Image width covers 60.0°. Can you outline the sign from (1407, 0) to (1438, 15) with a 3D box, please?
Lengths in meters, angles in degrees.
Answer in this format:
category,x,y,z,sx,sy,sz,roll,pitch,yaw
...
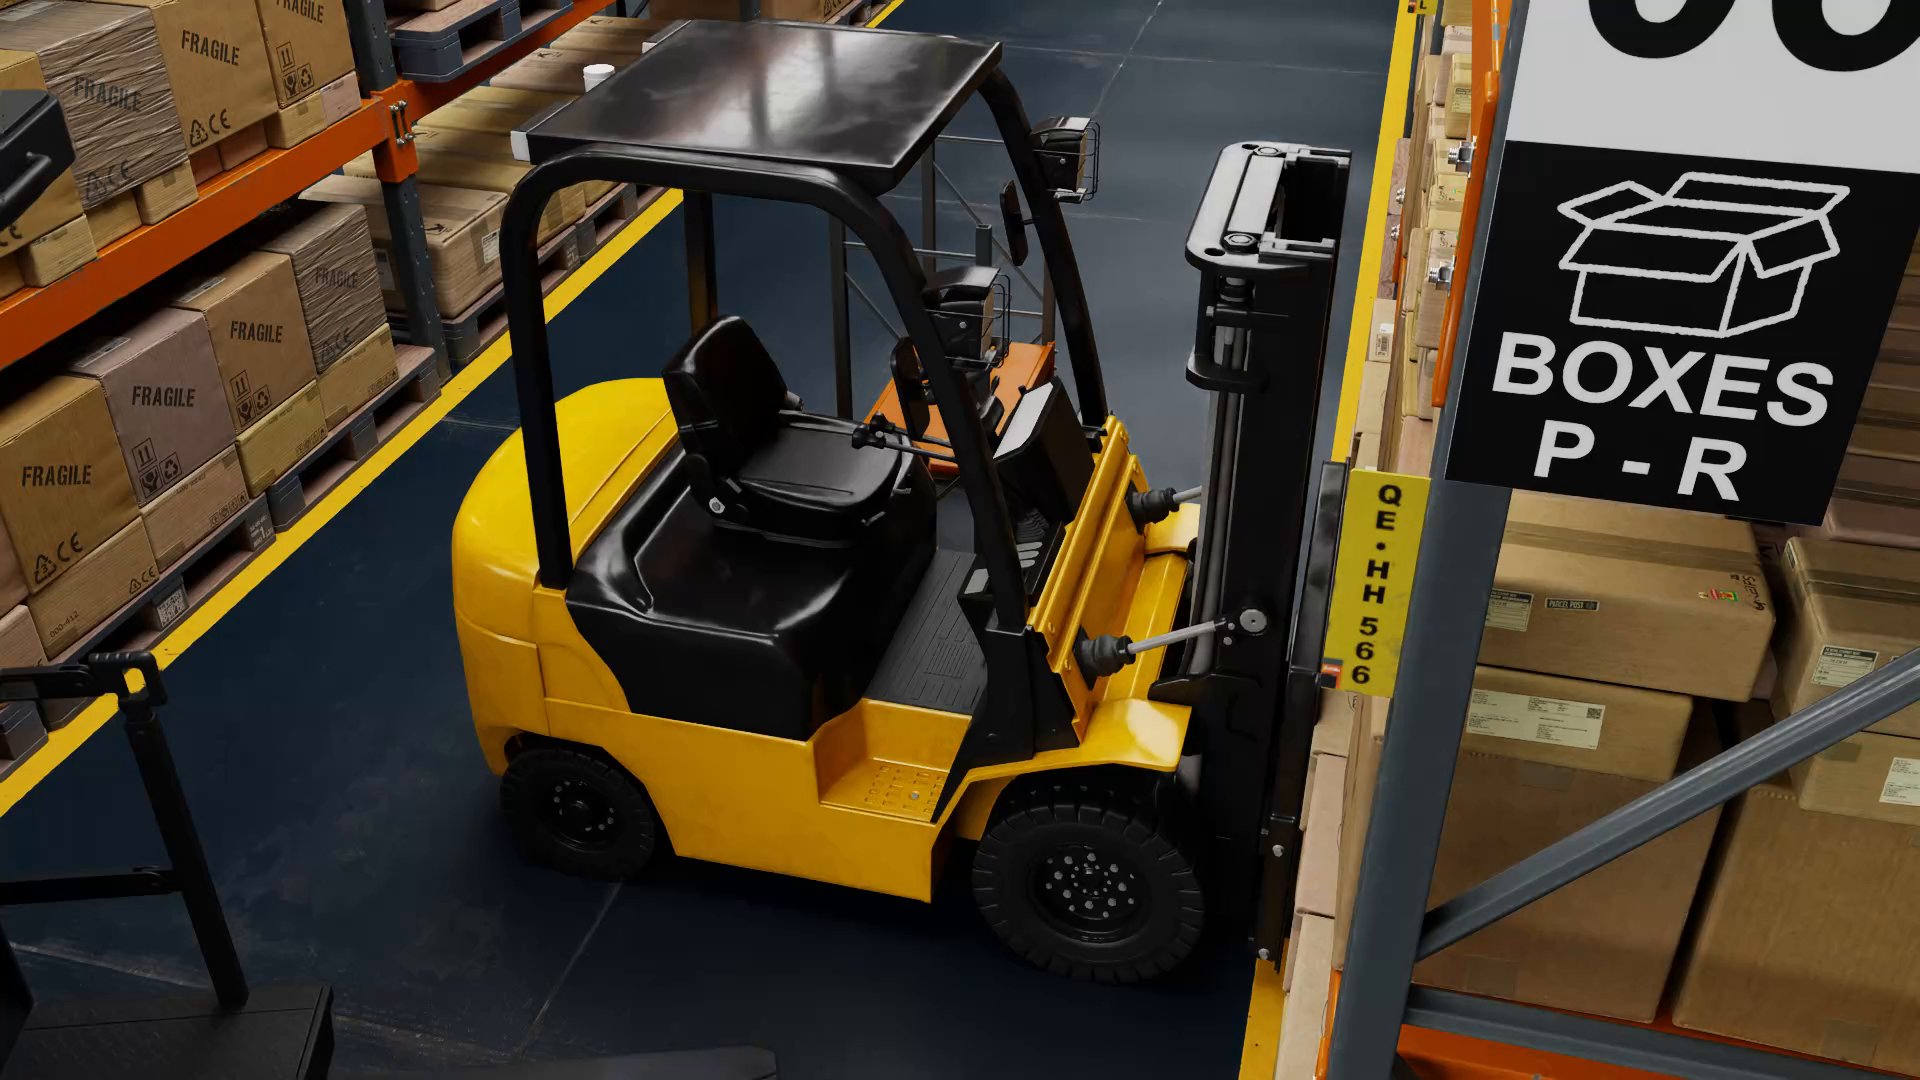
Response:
category,x,y,z,sx,sy,sz,roll,pitch,yaw
sign,1.524,-1.871,5.391,0.100,0.325,0.005,8,33,12

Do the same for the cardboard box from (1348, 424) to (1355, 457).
category,x,y,z,sx,sy,sz,roll,pitch,yaw
cardboard box,1.608,-0.158,5.874,0.500,0.250,0.500,8,33,13

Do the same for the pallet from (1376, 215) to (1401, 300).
category,x,y,z,sx,sy,sz,roll,pitch,yaw
pallet,2.508,-1.193,7.929,1.003,0.211,1.213,8,33,12

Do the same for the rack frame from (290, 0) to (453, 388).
category,x,y,z,sx,sy,sz,roll,pitch,yaw
rack frame,-2.751,-2.021,6.632,1.000,3.000,0.127,8,33,12

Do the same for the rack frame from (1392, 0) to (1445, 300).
category,x,y,z,sx,sy,sz,roll,pitch,yaw
rack frame,2.051,-1.347,5.572,1.000,3.000,0.127,8,33,12

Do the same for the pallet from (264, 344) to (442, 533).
category,x,y,z,sx,sy,sz,roll,pitch,yaw
pallet,-2.887,-0.490,6.825,1.003,0.211,1.213,8,33,12

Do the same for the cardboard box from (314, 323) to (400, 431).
category,x,y,z,sx,sy,sz,roll,pitch,yaw
cardboard box,-2.641,-0.694,6.717,0.500,0.250,0.500,10,34,15

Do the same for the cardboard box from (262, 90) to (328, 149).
category,x,y,z,sx,sy,sz,roll,pitch,yaw
cardboard box,-2.594,-1.576,6.167,0.380,0.149,0.250,9,33,13

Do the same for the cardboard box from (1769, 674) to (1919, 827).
category,x,y,z,sx,sy,sz,roll,pitch,yaw
cardboard box,1.373,0.272,2.328,0.380,0.149,0.250,7,33,11

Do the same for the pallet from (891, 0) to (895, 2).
category,x,y,z,sx,sy,sz,roll,pitch,yaw
pallet,-0.844,-4.585,13.265,1.003,0.211,1.213,8,33,12

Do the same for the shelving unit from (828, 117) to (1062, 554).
category,x,y,z,sx,sy,sz,roll,pitch,yaw
shelving unit,-0.019,-0.593,5.785,0.587,1.500,1.083,8,33,12

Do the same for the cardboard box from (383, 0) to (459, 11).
category,x,y,z,sx,sy,sz,roll,pitch,yaw
cardboard box,-2.305,-2.336,6.971,0.380,0.149,0.250,8,33,13

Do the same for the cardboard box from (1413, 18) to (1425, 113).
category,x,y,z,sx,sy,sz,roll,pitch,yaw
cardboard box,2.048,-1.842,6.492,0.500,0.250,0.500,8,33,12

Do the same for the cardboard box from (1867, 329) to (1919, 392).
category,x,y,z,sx,sy,sz,roll,pitch,yaw
cardboard box,1.558,-0.254,2.879,0.380,0.149,0.250,8,33,13

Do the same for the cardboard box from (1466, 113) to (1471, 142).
category,x,y,z,sx,sy,sz,roll,pitch,yaw
cardboard box,1.433,-0.984,4.027,0.380,0.149,0.250,8,33,12

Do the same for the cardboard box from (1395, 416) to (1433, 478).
category,x,y,z,sx,sy,sz,roll,pitch,yaw
cardboard box,1.048,0.128,3.160,0.500,0.500,0.500,9,34,14

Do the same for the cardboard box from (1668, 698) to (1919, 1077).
category,x,y,z,sx,sy,sz,roll,pitch,yaw
cardboard box,1.430,0.468,2.625,0.500,0.500,0.500,9,34,14

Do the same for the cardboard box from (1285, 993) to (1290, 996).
category,x,y,z,sx,sy,sz,roll,pitch,yaw
cardboard box,0.985,1.169,3.787,0.500,0.250,0.500,8,33,12

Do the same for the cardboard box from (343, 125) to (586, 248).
category,x,y,z,sx,sy,sz,roll,pitch,yaw
cardboard box,-2.441,-1.735,8.241,0.950,0.372,0.625,10,34,15

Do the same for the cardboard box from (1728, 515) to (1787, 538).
category,x,y,z,sx,sy,sz,roll,pitch,yaw
cardboard box,1.445,0.005,2.749,0.380,0.149,0.250,7,33,12

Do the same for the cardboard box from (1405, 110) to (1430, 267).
category,x,y,z,sx,sy,sz,roll,pitch,yaw
cardboard box,1.570,-0.922,4.811,0.500,0.500,0.500,9,33,13

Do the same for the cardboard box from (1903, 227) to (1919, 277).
category,x,y,z,sx,sy,sz,roll,pitch,yaw
cardboard box,1.762,-0.517,3.292,0.380,0.149,0.250,7,33,11

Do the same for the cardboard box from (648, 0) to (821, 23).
category,x,y,z,sx,sy,sz,roll,pitch,yaw
cardboard box,-1.480,-3.724,10.901,0.875,0.875,0.875,8,33,12

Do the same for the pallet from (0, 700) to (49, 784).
category,x,y,z,sx,sy,sz,roll,pitch,yaw
pallet,-3.506,0.776,4.833,1.003,0.211,1.213,8,33,12

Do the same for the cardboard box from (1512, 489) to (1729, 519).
category,x,y,z,sx,sy,sz,roll,pitch,yaw
cardboard box,0.956,-0.059,2.572,0.380,0.149,0.250,8,33,12

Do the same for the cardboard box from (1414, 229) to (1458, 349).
category,x,y,z,sx,sy,sz,roll,pitch,yaw
cardboard box,1.090,-0.468,3.215,0.380,0.149,0.250,9,33,14

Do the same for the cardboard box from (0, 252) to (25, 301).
category,x,y,z,sx,sy,sz,roll,pitch,yaw
cardboard box,-3.037,-0.789,4.929,0.380,0.149,0.250,7,33,11

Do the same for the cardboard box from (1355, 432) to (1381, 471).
category,x,y,z,sx,sy,sz,roll,pitch,yaw
cardboard box,1.370,-0.054,4.778,0.500,0.250,0.500,9,34,14

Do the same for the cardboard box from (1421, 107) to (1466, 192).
category,x,y,z,sx,sy,sz,roll,pitch,yaw
cardboard box,1.410,-1.006,4.338,0.380,0.149,0.250,8,33,12

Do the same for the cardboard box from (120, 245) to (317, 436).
category,x,y,z,sx,sy,sz,roll,pitch,yaw
cardboard box,-2.769,-0.746,6.100,0.500,0.500,0.500,9,33,13

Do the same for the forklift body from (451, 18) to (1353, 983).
category,x,y,z,sx,sy,sz,roll,pitch,yaw
forklift body,-0.247,-0.145,4.474,2.313,2.155,1.214,8,33,12

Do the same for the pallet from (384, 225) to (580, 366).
category,x,y,z,sx,sy,sz,roll,pitch,yaw
pallet,-2.555,-1.248,8.016,1.003,0.211,1.213,8,33,12

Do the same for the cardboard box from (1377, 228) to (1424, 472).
category,x,y,z,sx,sy,sz,roll,pitch,yaw
cardboard box,1.294,-0.401,3.991,0.500,0.500,0.500,8,33,13

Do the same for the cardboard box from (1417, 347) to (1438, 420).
category,x,y,z,sx,sy,sz,roll,pitch,yaw
cardboard box,1.110,-0.340,3.291,0.380,0.149,0.250,7,33,11

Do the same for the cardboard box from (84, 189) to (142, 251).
category,x,y,z,sx,sy,sz,roll,pitch,yaw
cardboard box,-2.886,-1.050,5.340,0.380,0.149,0.250,7,33,12

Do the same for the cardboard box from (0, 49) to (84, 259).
category,x,y,z,sx,sy,sz,roll,pitch,yaw
cardboard box,-3.000,-1.119,4.844,0.500,0.500,0.500,7,33,11

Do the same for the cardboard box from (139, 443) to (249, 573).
category,x,y,z,sx,sy,sz,roll,pitch,yaw
cardboard box,-2.900,-0.153,5.866,0.500,0.250,0.500,9,33,13

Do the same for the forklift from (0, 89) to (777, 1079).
category,x,y,z,sx,sy,sz,roll,pitch,yaw
forklift,-1.908,0.422,2.854,3.031,2.935,1.130,-3,33,-5

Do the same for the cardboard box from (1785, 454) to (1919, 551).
category,x,y,z,sx,sy,sz,roll,pitch,yaw
cardboard box,1.456,0.013,2.459,0.380,0.149,0.250,9,34,14

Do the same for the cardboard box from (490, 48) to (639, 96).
category,x,y,z,sx,sy,sz,roll,pitch,yaw
cardboard box,-2.068,-2.489,9.427,0.950,0.372,0.625,7,33,11

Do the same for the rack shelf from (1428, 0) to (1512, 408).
category,x,y,z,sx,sy,sz,roll,pitch,yaw
rack shelf,1.544,-1.271,3.328,1.077,0.370,4.000,8,33,12

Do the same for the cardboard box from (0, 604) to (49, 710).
category,x,y,z,sx,sy,sz,roll,pitch,yaw
cardboard box,-3.157,0.393,5.007,0.500,0.250,0.500,9,34,14

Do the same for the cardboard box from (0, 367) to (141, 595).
category,x,y,z,sx,sy,sz,roll,pitch,yaw
cardboard box,-3.025,-0.203,5.245,0.500,0.500,0.500,9,33,13

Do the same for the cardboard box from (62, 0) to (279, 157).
category,x,y,z,sx,sy,sz,roll,pitch,yaw
cardboard box,-2.747,-1.656,5.688,0.500,0.500,0.500,9,34,14

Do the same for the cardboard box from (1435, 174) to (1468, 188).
category,x,y,z,sx,sy,sz,roll,pitch,yaw
cardboard box,1.304,-0.733,3.910,0.380,0.149,0.250,7,33,11

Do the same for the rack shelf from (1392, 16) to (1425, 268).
category,x,y,z,sx,sy,sz,roll,pitch,yaw
rack shelf,2.559,-2.081,7.398,1.077,0.370,4.000,8,33,12

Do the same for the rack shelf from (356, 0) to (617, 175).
category,x,y,z,sx,sy,sz,roll,pitch,yaw
rack shelf,-2.243,-2.755,8.458,1.077,0.370,4.000,8,33,12

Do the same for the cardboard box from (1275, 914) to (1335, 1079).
category,x,y,z,sx,sy,sz,roll,pitch,yaw
cardboard box,0.851,1.009,3.107,0.500,0.250,0.500,9,34,14

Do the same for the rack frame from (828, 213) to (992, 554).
category,x,y,z,sx,sy,sz,roll,pitch,yaw
rack frame,-0.151,-0.325,5.363,0.500,1.500,0.032,8,33,12

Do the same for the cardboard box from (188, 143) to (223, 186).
category,x,y,z,sx,sy,sz,roll,pitch,yaw
cardboard box,-2.813,-1.324,5.771,0.380,0.149,0.250,8,33,12

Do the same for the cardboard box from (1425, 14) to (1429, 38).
category,x,y,z,sx,sy,sz,roll,pitch,yaw
cardboard box,2.052,-2.052,6.356,0.500,0.250,0.500,7,33,11

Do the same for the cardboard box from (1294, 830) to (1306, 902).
category,x,y,z,sx,sy,sz,roll,pitch,yaw
cardboard box,1.106,0.676,4.096,0.500,0.250,0.500,7,33,11

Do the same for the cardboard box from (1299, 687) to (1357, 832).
category,x,y,z,sx,sy,sz,roll,pitch,yaw
cardboard box,1.094,0.480,3.939,0.500,0.250,0.500,8,33,13

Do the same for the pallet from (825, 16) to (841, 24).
category,x,y,z,sx,sy,sz,roll,pitch,yaw
pallet,-1.463,-3.318,11.273,1.003,0.211,1.213,8,33,12

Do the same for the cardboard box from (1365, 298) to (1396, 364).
category,x,y,z,sx,sy,sz,roll,pitch,yaw
cardboard box,1.625,-0.577,5.602,0.500,0.250,0.500,8,33,12

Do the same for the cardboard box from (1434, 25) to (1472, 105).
category,x,y,z,sx,sy,sz,roll,pitch,yaw
cardboard box,1.484,-1.262,4.464,0.380,0.149,0.250,9,33,13
